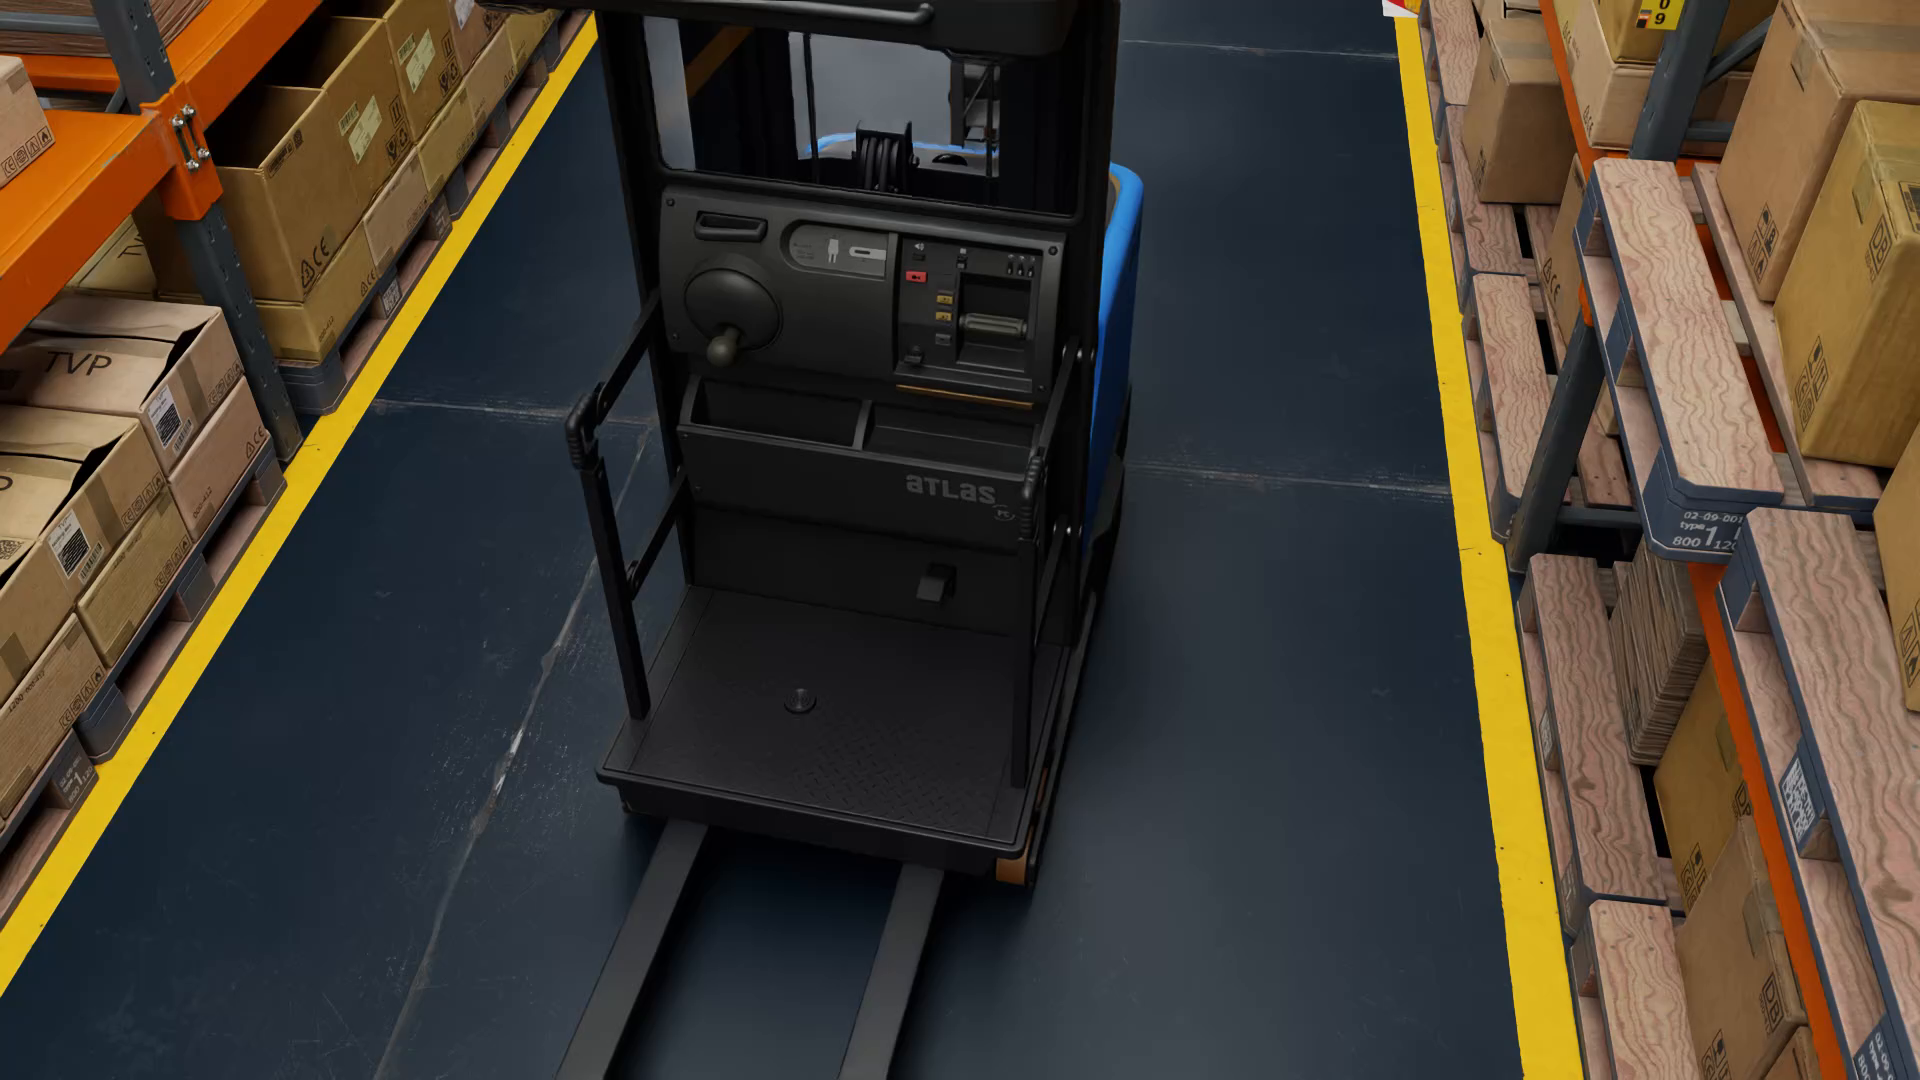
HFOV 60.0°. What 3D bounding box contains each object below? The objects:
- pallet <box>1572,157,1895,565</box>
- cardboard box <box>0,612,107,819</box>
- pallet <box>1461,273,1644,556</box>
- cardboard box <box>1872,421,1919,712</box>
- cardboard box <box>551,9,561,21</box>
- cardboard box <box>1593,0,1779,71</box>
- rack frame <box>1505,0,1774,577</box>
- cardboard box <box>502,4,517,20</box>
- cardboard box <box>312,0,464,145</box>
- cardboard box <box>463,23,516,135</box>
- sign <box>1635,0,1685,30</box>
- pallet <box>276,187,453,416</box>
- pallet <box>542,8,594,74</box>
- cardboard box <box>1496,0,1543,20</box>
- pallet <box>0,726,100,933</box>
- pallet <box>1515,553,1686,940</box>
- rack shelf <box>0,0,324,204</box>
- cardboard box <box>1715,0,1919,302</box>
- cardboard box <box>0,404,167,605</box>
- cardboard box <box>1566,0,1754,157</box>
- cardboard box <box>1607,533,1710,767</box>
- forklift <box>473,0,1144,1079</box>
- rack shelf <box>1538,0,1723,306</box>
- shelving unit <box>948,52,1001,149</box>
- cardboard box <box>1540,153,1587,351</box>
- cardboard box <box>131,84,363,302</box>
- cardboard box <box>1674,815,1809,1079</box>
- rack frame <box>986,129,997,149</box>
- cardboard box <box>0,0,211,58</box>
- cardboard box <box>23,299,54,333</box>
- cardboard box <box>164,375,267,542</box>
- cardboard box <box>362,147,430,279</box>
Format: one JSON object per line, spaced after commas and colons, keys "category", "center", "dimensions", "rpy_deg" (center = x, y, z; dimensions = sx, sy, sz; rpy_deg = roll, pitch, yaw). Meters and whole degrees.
{"category": "pallet", "center": [1.954, -0.402, 3.632], "dimensions": [1.003, 0.211, 1.213], "rpy_deg": [5, 44, 6]}
{"category": "cardboard box", "center": [-2.614, 0.422, 4.318], "dimensions": [0.500, 0.250, 0.500], "rpy_deg": [6, 44, 6]}
{"category": "pallet", "center": [2.253, -0.427, 5.548], "dimensions": [1.003, 0.211, 1.213], "rpy_deg": [5, 44, 6]}
{"category": "cardboard box", "center": [1.961, 0.001, 2.675], "dimensions": [0.700, 0.500, 0.500], "rpy_deg": [11, 45, 11]}
{"category": "cardboard box", "center": [-2.014, -2.573, 7.480], "dimensions": [0.500, 0.250, 0.500], "rpy_deg": [5, 44, 6]}
{"category": "cardboard box", "center": [1.956, -1.554, 4.259], "dimensions": [0.500, 0.500, 0.500], "rpy_deg": [5, 44, 5]}
{"category": "rack frame", "center": [2.200, -0.979, 4.102], "dimensions": [1.000, 3.000, 0.127], "rpy_deg": [5, 44, 6]}
{"category": "cardboard box", "center": [-2.076, -2.504, 6.862], "dimensions": [0.500, 0.500, 0.500], "rpy_deg": [5, 44, 6]}
{"category": "cardboard box", "center": [-2.207, -1.822, 6.142], "dimensions": [0.500, 0.500, 0.500], "rpy_deg": [5, 44, 6]}
{"category": "cardboard box", "center": [-2.147, -1.891, 6.760], "dimensions": [0.500, 0.250, 0.500], "rpy_deg": [5, 44, 6]}
{"category": "sign", "center": [1.661, -1.337, 3.851], "dimensions": [0.100, 0.325, 0.005], "rpy_deg": [5, 44, 6]}
{"category": "pallet", "center": [-2.564, -0.952, 6.102], "dimensions": [1.003, 0.211, 1.213], "rpy_deg": [5, 44, 6]}
{"category": "pallet", "center": [-2.242, -2.615, 7.858], "dimensions": [1.003, 0.211, 1.213], "rpy_deg": [5, 44, 6]}
{"category": "cardboard box", "center": [2.472, -2.036, 6.855], "dimensions": [0.500, 0.311, 0.500], "rpy_deg": [9, 44, 9]}
{"category": "pallet", "center": [-2.929, 0.925, 4.119], "dimensions": [1.003, 0.211, 1.213], "rpy_deg": [5, 44, 6]}
{"category": "pallet", "center": [2.098, 0.564, 4.500], "dimensions": [1.003, 0.211, 1.213], "rpy_deg": [5, 44, 6]}
{"category": "rack shelf", "center": [-2.447, -2.528, 6.262], "dimensions": [1.077, 0.370, 4.000], "rpy_deg": [5, 44, 6]}
{"category": "cardboard box", "center": [2.099, -0.831, 3.553], "dimensions": [0.700, 0.500, 0.500], "rpy_deg": [5, 44, 6]}
{"category": "cardboard box", "center": [-2.543, -0.127, 4.489], "dimensions": [0.500, 0.311, 0.500], "rpy_deg": [6, 44, 7]}
{"category": "cardboard box", "center": [1.962, -1.282, 4.517], "dimensions": [0.500, 0.250, 0.500], "rpy_deg": [5, 44, 6]}
{"category": "cardboard box", "center": [2.119, 0.272, 4.279], "dimensions": [0.700, 0.500, 0.500], "rpy_deg": [7, 44, 7]}
{"category": "forklift", "center": [-0.277, -0.464, 3.608], "dimensions": [1.130, 2.935, 3.031], "rpy_deg": [9, 44, 9]}
{"category": "rack shelf", "center": [2.464, -2.081, 5.789], "dimensions": [1.077, 0.370, 4.000], "rpy_deg": [5, 44, 6]}
{"category": "shelving unit", "center": [0.228, -1.338, 5.136], "dimensions": [0.431, 2.100, 0.503], "rpy_deg": [9, 44, 9]}
{"category": "cardboard box", "center": [2.297, -0.942, 5.561], "dimensions": [0.500, 0.500, 0.500], "rpy_deg": [2, 43, 2]}
{"category": "cardboard box", "center": [-2.339, -1.141, 5.422], "dimensions": [0.500, 0.500, 0.500], "rpy_deg": [5, 44, 6]}
{"category": "cardboard box", "center": [1.993, 0.973, 3.539], "dimensions": [0.700, 0.500, 0.500], "rpy_deg": [6, 44, 6]}
{"category": "rack frame", "center": [0.282, -1.502, 5.309], "dimensions": [0.400, 2.100, 0.015], "rpy_deg": [9, 44, 9]}
{"category": "cardboard box", "center": [-2.659, -1.766, 4.861], "dimensions": [0.700, 0.500, 0.500], "rpy_deg": [4, 44, 4]}
{"category": "cardboard box", "center": [-3.013, -0.525, 4.910], "dimensions": [0.500, 0.311, 0.500], "rpy_deg": [5, 44, 6]}
{"category": "cardboard box", "center": [-2.479, -0.272, 5.050], "dimensions": [0.500, 0.250, 0.500], "rpy_deg": [5, 44, 5]}
{"category": "cardboard box", "center": [-2.278, -1.209, 6.040], "dimensions": [0.500, 0.250, 0.500], "rpy_deg": [5, 44, 6]}
